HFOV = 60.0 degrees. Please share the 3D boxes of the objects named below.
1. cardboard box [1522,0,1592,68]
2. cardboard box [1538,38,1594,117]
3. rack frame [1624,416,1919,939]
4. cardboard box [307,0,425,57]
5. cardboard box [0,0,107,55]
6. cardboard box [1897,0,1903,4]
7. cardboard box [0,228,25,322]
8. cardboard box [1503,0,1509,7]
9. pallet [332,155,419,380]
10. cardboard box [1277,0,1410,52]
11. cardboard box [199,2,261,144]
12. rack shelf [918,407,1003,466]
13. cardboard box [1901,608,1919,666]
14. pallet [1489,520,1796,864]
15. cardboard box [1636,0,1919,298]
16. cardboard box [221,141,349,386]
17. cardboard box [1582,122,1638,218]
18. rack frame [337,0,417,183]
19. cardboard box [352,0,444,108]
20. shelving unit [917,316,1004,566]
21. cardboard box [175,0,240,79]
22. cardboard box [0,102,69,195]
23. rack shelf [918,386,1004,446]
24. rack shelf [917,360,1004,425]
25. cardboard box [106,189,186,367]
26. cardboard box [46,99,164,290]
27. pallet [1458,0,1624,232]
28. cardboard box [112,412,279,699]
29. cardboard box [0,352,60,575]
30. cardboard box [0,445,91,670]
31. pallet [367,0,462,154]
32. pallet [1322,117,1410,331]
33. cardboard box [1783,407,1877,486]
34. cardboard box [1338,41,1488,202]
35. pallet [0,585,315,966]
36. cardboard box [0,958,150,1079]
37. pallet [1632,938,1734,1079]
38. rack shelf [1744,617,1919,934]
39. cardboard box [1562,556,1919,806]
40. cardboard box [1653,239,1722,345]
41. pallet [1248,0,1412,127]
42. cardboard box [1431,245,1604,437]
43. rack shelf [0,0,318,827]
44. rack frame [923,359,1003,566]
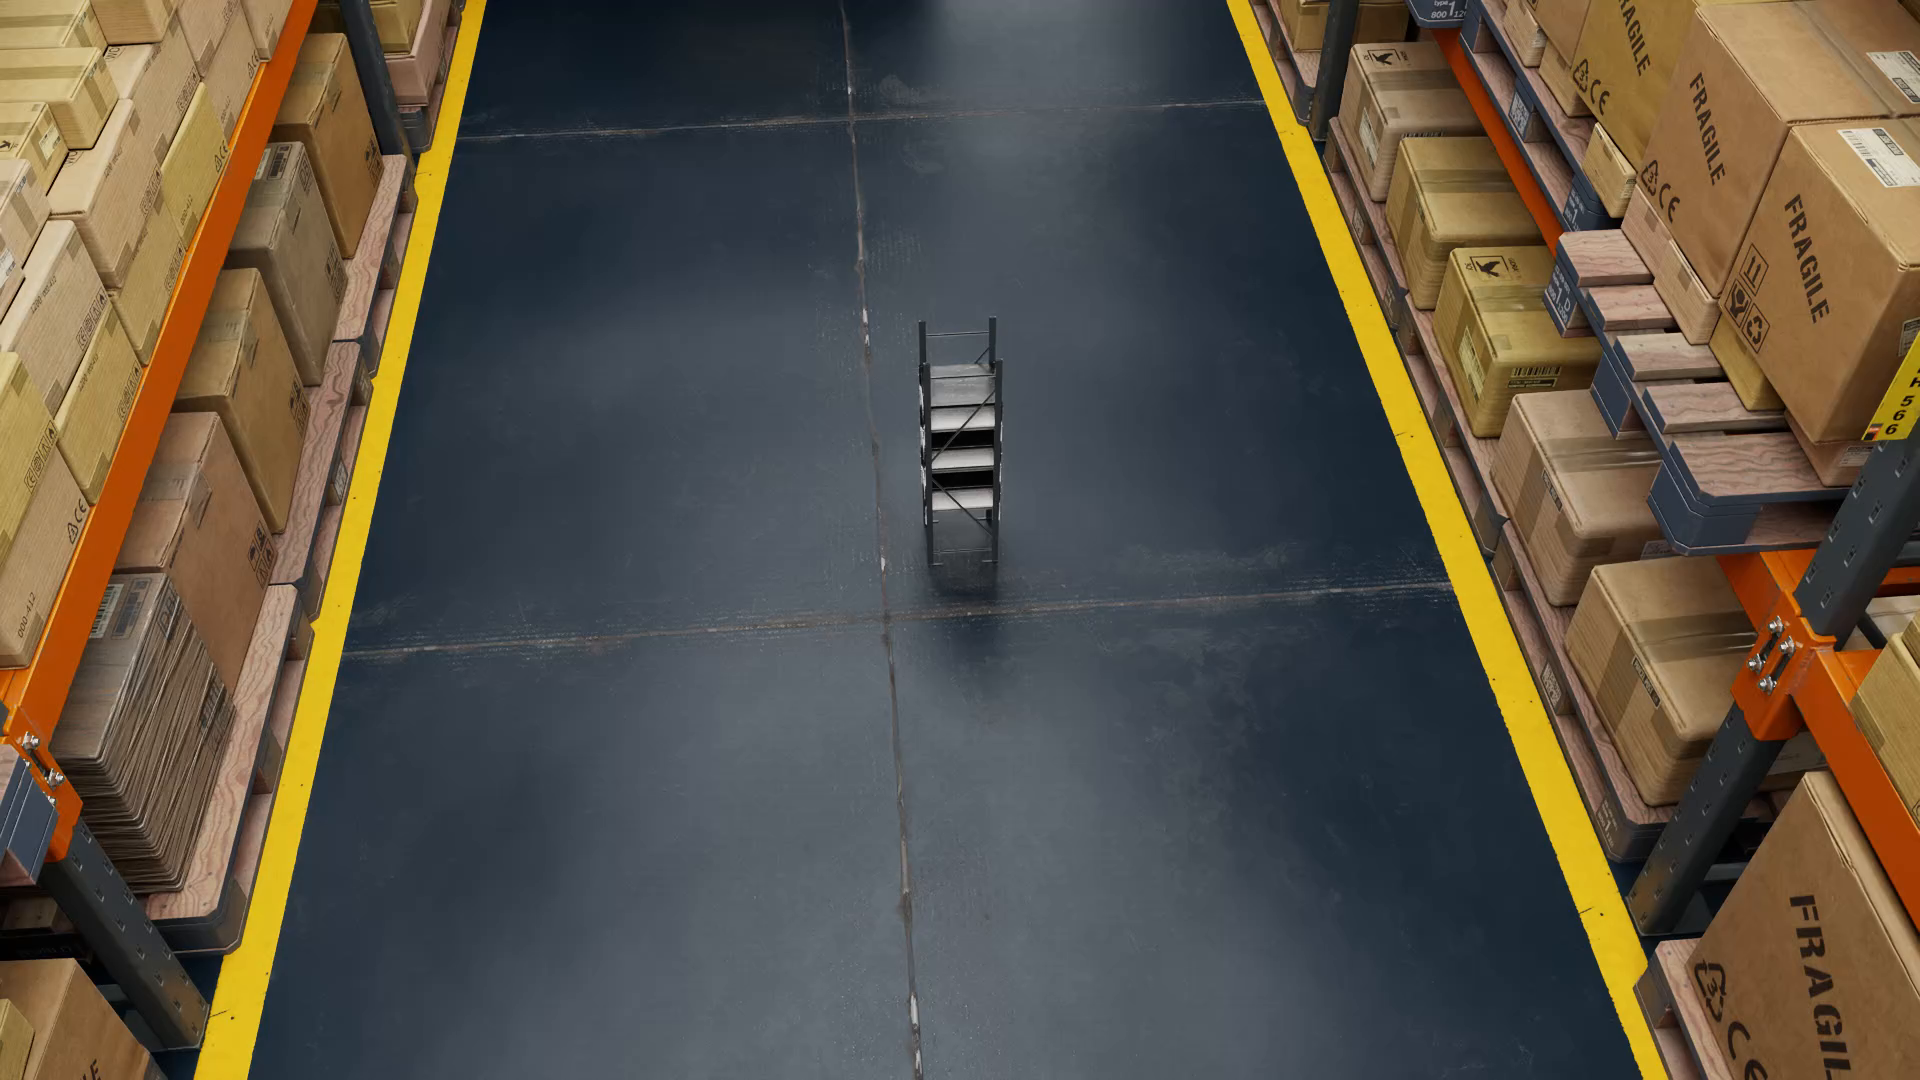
[{"bbox_3d":[1.951,-1.710,4.741,0.500,0.500,0.500,-5,47,-5],"label":"cardboard box"},{"bbox_3d":[1.938,-1.381,4.876,0.380,0.149,0.250,-5,47,-5],"label":"cardboard box"},{"bbox_3d":[2.409,0.016,3.669,1.000,3.000,0.127,-3,47,-3],"label":"rack frame"},{"bbox_3d":[-2.605,-2.313,7.135,0.500,0.250,0.500,-4,47,-3],"label":"cardboard box"},{"bbox_3d":[-2.507,-1.301,4.401,0.380,0.149,0.250,-3,47,-3],"label":"cardboard box"},{"bbox_3d":[2.500,-1.365,4.414,0.500,0.500,0.500,-3,47,-3],"label":"cardboard box"},{"bbox_3d":[-2.341,-0.563,3.702,0.380,0.149,0.250,-2,47,-2],"label":"cardboard box"},{"bbox_3d":[1.916,-1.768,5.242,0.380,0.149,0.250,-3,47,-3],"label":"cardboard box"},{"bbox_3d":[-2.772,-1.084,6.631,1.003,0.211,1.213,-3,47,-3],"label":"pallet"},{"bbox_3d":[1.756,-2.488,7.645,0.500,0.250,0.500,-2,47,-1],"label":"cardboard box"},{"bbox_3d":[-2.511,-1.449,5.159,0.500,0.250,0.500,-3,47,-3],"label":"cardboard box"},{"bbox_3d":[0.001,-0.343,5.377,0.258,0.077,0.200,-3,47,-3],"label":"rack shelf"},{"bbox_3d":[2.205,0.277,3.180,0.500,0.250,0.500,-4,47,-4],"label":"cardboard box"},{"bbox_3d":[2.345,0.409,5.217,1.003,0.211,1.213,-3,47,-3],"label":"pallet"},{"bbox_3d":[2.039,-0.950,4.021,0.500,0.500,0.500,-4,47,-4],"label":"cardboard box"},{"bbox_3d":[-2.760,-0.963,5.942,0.875,0.625,0.625,-4,47,-4],"label":"cardboard box"},{"bbox_3d":[1.936,-1.015,4.529,0.380,0.149,0.250,-3,47,-3],"label":"cardboard box"},{"bbox_3d":[-2.872,-2.574,6.121,1.000,3.000,0.127,-3,47,-3],"label":"rack frame"},{"bbox_3d":[-2.583,-2.143,7.318,0.500,0.250,0.500,-3,47,-3],"label":"cardboard box"},{"bbox_3d":[0.001,-0.304,5.418,0.258,0.900,0.210,-3,47,-3],"label":"shelving unit"},{"bbox_3d":[-2.489,-1.612,4.970,0.500,0.250,0.500,-3,47,-3],"label":"cardboard box"},{"bbox_3d":[-2.427,-0.931,4.050,0.380,0.149,0.250,-3,47,-3],"label":"cardboard box"},{"bbox_3d":[0.001,-0.404,5.311,0.258,0.077,0.200,-3,47,-3],"label":"rack shelf"},{"bbox_3d":[0.001,-0.466,5.246,0.258,0.077,0.200,-3,47,-3],"label":"rack shelf"},{"bbox_3d":[-2.418,-0.700,4.451,0.500,0.250,0.500,-5,47,-5],"label":"cardboard box"},{"bbox_3d":[-2.398,-0.878,4.274,0.500,0.250,0.500,-5,47,-4],"label":"cardboard box"},{"bbox_3d":[2.202,-1.348,5.093,1.003,0.211,1.213,-3,47,-3],"label":"pallet"},{"bbox_3d":[-2.639,0.068,4.966,0.875,0.625,0.625,-2,47,-2],"label":"cardboard box"},{"bbox_3d":[-2.306,-0.137,3.573,0.500,0.250,0.500,-4,47,-3],"label":"cardboard box"},{"bbox_3d":[-2.331,0.036,3.753,0.500,0.250,0.500,-3,47,-3],"label":"cardboard box"},{"bbox_3d":[-2.897,-2.193,7.681,1.003,0.211,1.213,-3,47,-3],"label":"pallet"},{"bbox_3d":[2.140,-1.356,6.889,1.003,0.211,1.213,-3,47,-3],"label":"pallet"},{"bbox_3d":[2.147,-0.265,3.819,0.380,0.149,0.250,-2,47,-2],"label":"cardboard box"},{"bbox_3d":[2.120,-1.739,6.852,0.950,0.372,0.625,-3,47,-3],"label":"cardboard box"},{"bbox_3d":[-2.567,0.681,4.959,1.003,0.211,1.213,-3,47,-3],"label":"pallet"},{"bbox_3d":[-2.288,1.328,3.858,0.500,0.500,0.500,-2,47,-2],"label":"cardboard box"},{"bbox_3d":[2.399,1.550,4.137,1.003,0.211,1.213,-3,47,-3],"label":"pallet"},{"bbox_3d":[2.576,1.710,2.560,1.077,0.370,4.000,-3,47,-3],"label":"rack shelf"},{"bbox_3d":[2.371,0.366,4.858,0.950,0.372,0.625,-6,47,-6],"label":"cardboard box"},{"bbox_3d":[1.986,-0.634,4.168,0.380,0.149,0.250,-4,47,-4],"label":"cardboard box"},{"bbox_3d":[1.982,-2.403,7.880,1.003,0.211,1.213,-3,47,-3],"label":"pallet"},{"bbox_3d":[2.244,-0.717,5.883,0.950,0.372,0.625,-2,47,-2],"label":"cardboard box"},{"bbox_3d":[-2.705,-0.879,5.012,1.077,0.370,4.000,-3,47,-3],"label":"rack shelf"},{"bbox_3d":[0.009,-0.230,5.348,0.240,0.900,0.006,-3,47,-3],"label":"rack frame"}]
